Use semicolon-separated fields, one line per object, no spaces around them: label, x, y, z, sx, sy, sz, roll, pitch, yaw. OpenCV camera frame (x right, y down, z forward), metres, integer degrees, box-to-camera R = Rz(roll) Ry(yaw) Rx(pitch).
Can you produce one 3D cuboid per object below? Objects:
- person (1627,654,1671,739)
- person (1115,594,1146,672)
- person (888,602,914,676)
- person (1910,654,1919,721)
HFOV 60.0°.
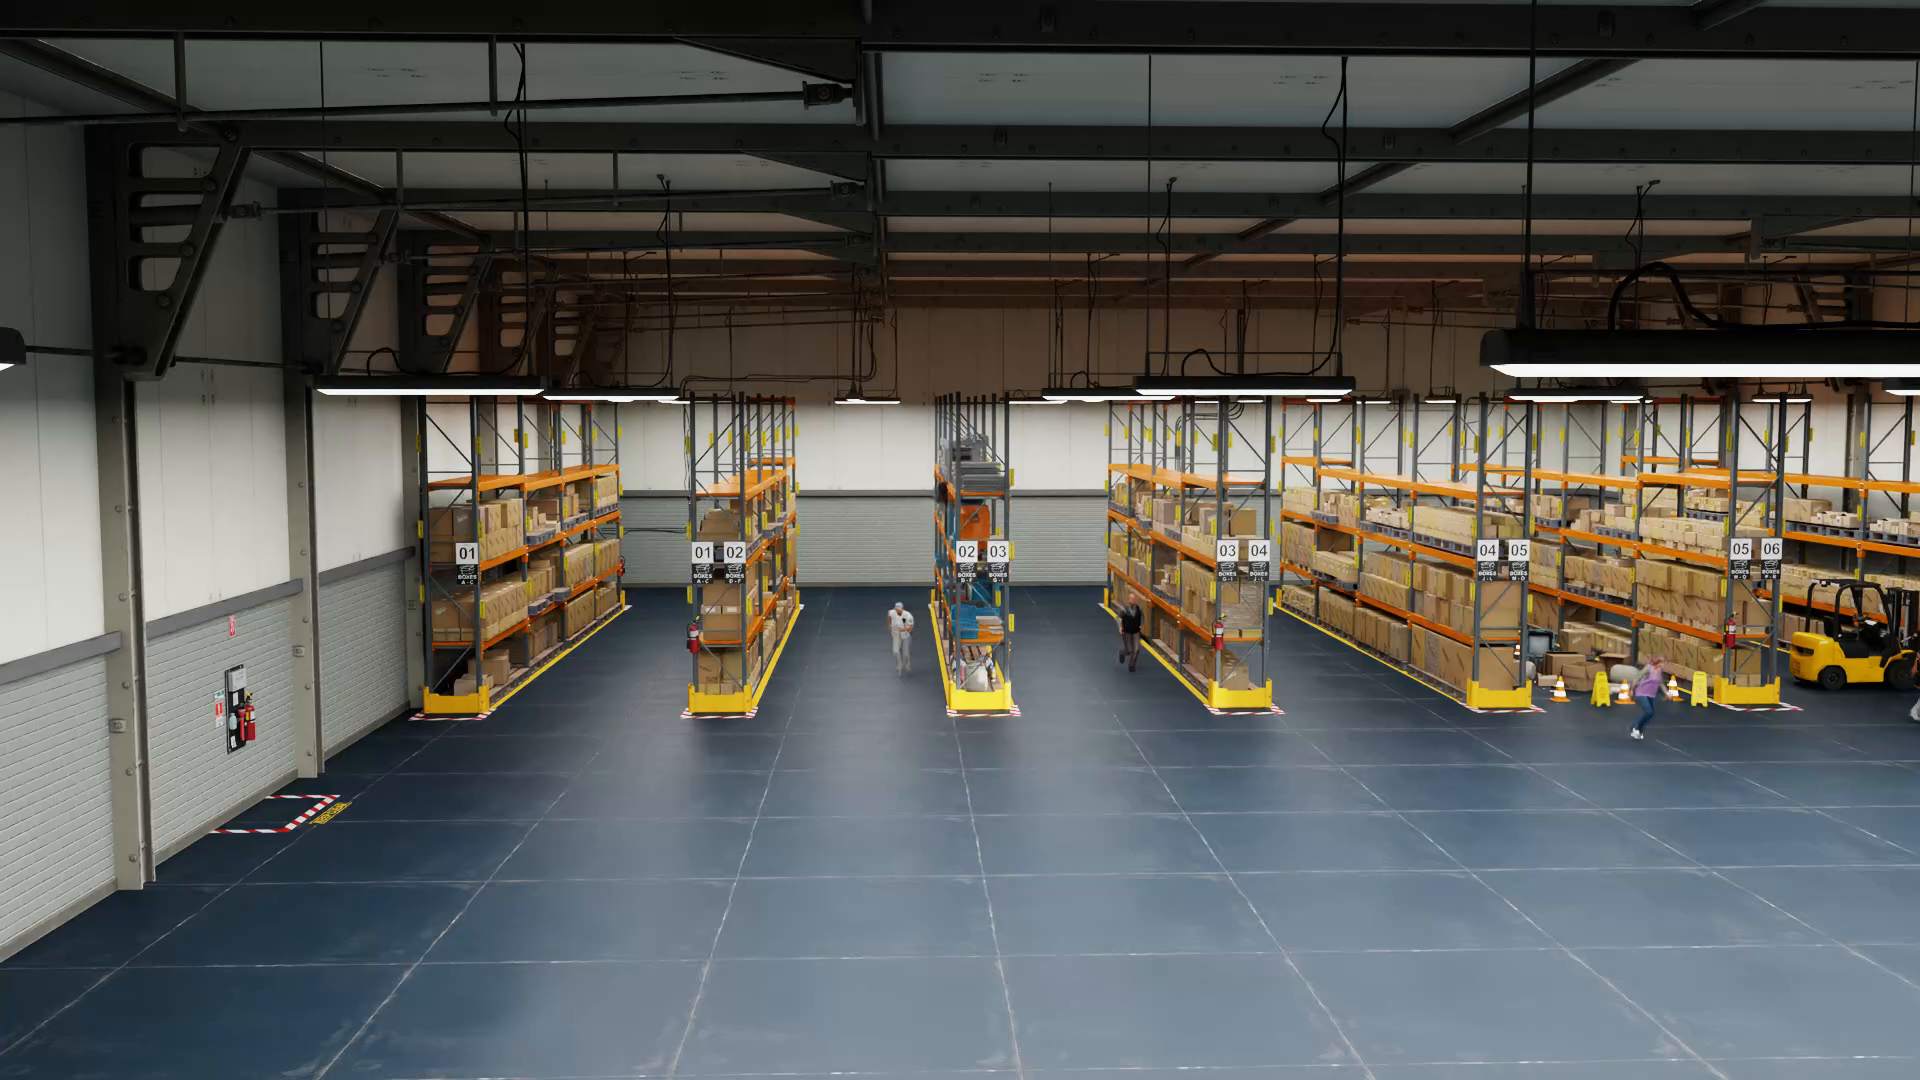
person;11.777;2.675;28.457;0.497;1.505;0.686;-2;5;-27
person;3.709;2.006;36.175;0.667;1.680;0.623;-1;5;-16
person;-1.260;2.127;35.522;0.621;1.670;0.911;1;5;12
person;17.463;2.527;29.736;0.712;1.579;1.104;0;5;-4
